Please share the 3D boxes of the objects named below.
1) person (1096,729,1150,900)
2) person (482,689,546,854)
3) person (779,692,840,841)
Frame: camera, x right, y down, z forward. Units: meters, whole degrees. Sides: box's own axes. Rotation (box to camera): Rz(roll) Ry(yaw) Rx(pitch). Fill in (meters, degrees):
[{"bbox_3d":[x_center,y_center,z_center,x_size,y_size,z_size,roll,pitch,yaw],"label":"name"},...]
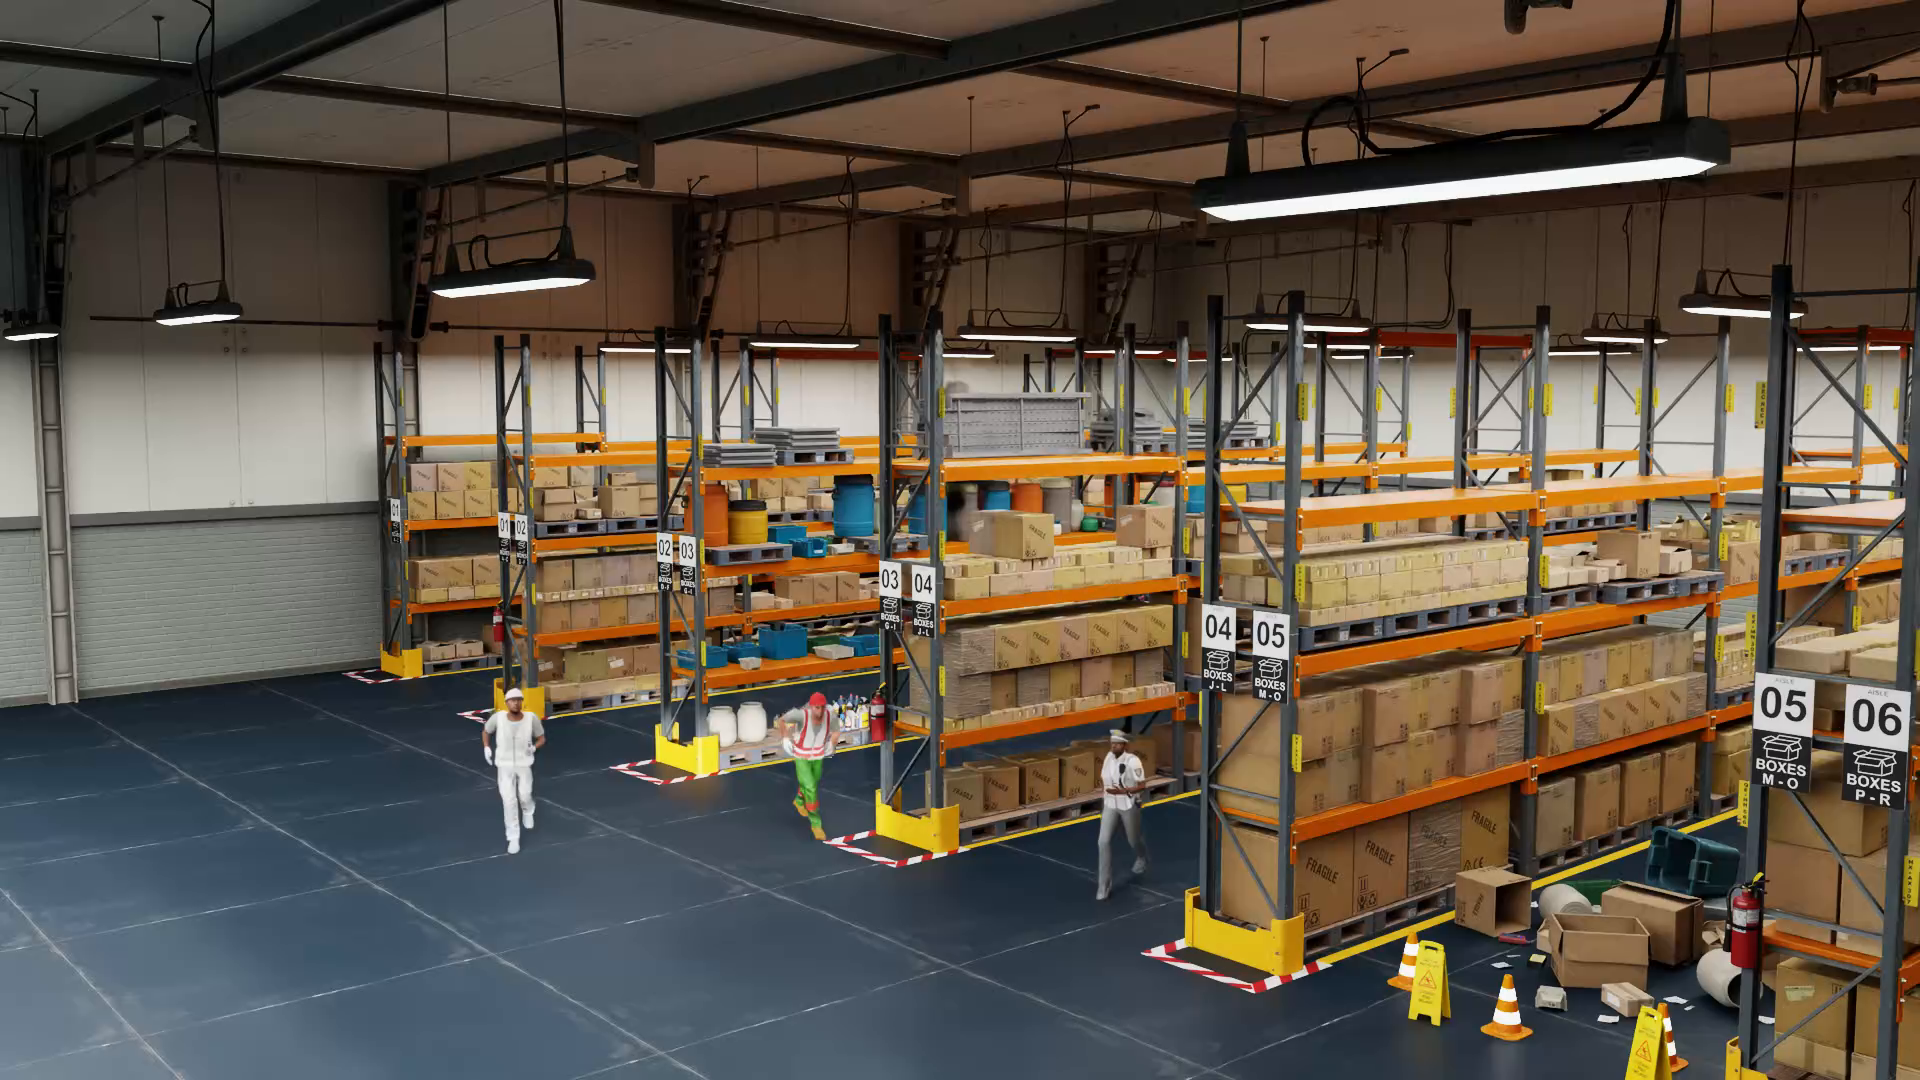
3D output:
[{"bbox_3d":[1.702,2.783,17.150,0.512,1.749,0.975,3,6,30],"label":"person"},{"bbox_3d":[-5.048,2.555,18.856,0.688,1.780,0.989,-2,5,-17],"label":"person"},{"bbox_3d":[-1.777,2.576,19.418,0.703,1.731,1.064,-2,6,-21],"label":"person"}]
